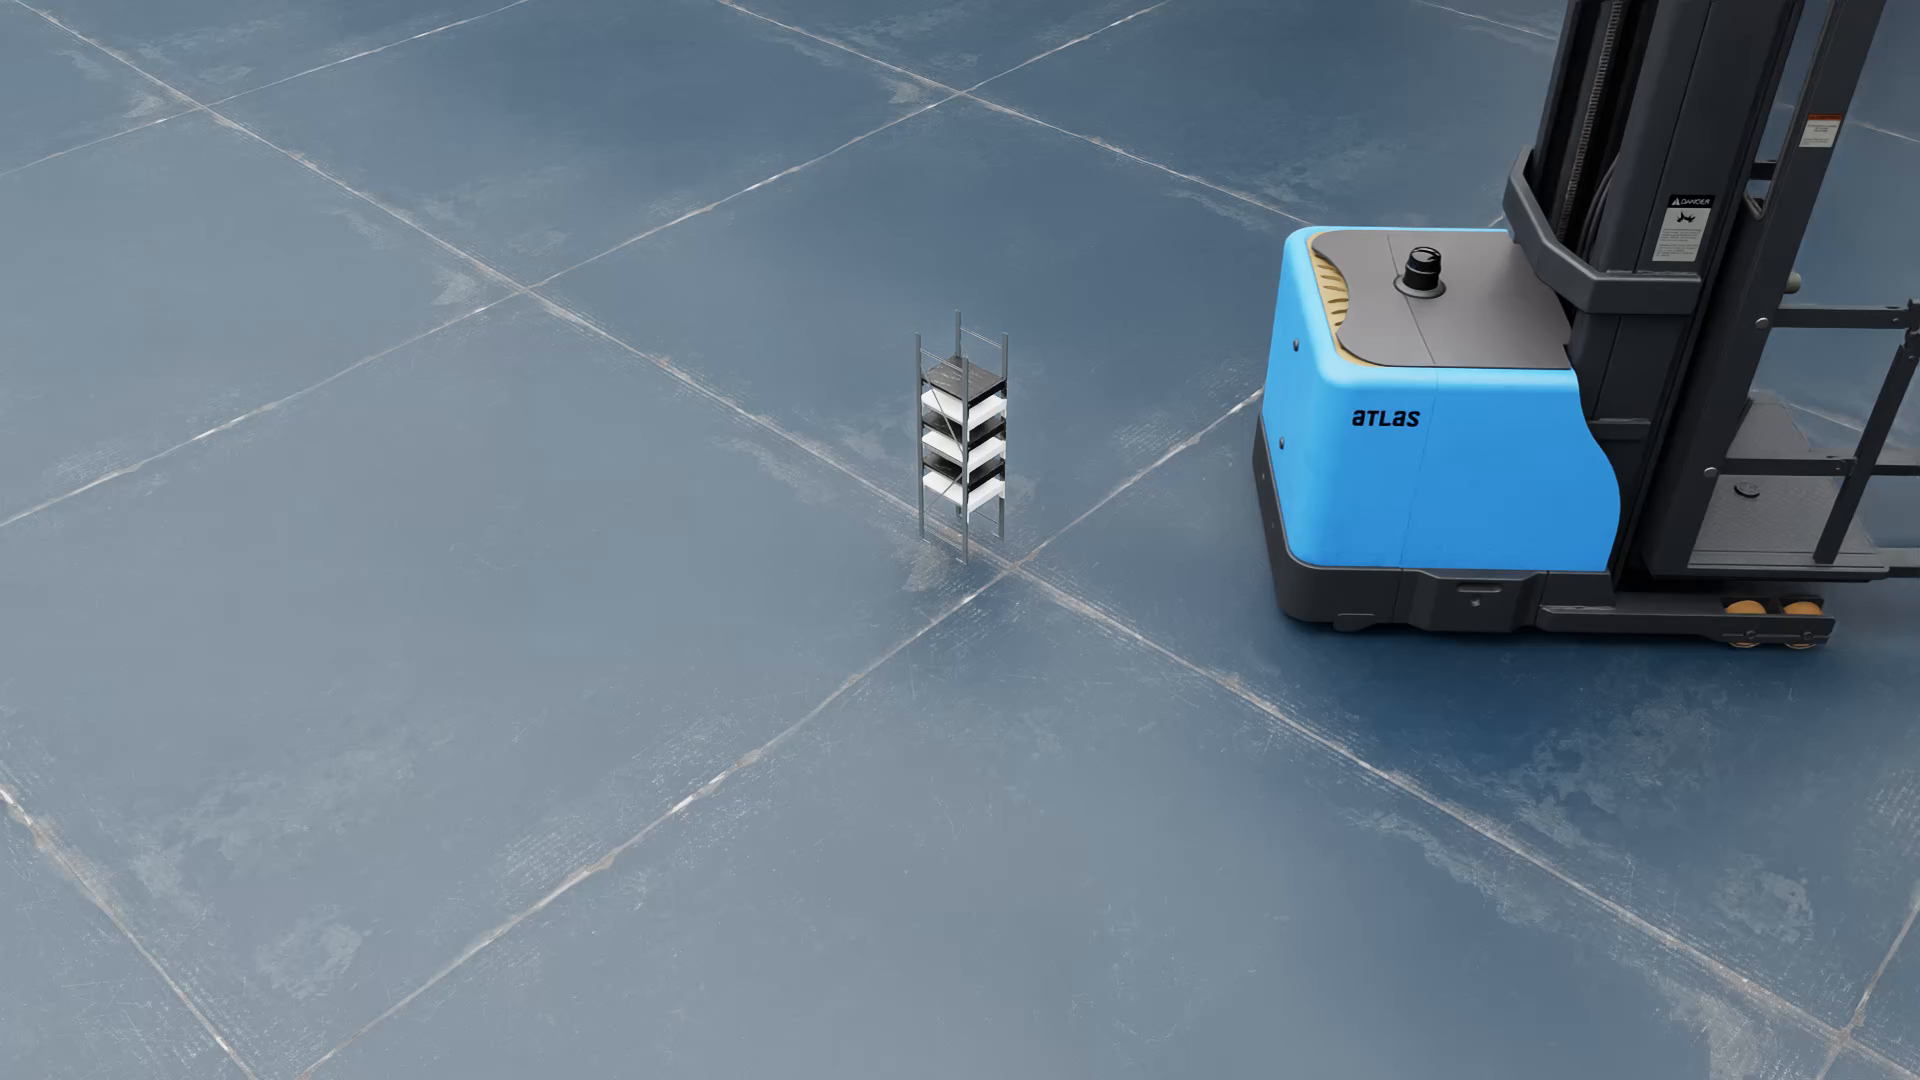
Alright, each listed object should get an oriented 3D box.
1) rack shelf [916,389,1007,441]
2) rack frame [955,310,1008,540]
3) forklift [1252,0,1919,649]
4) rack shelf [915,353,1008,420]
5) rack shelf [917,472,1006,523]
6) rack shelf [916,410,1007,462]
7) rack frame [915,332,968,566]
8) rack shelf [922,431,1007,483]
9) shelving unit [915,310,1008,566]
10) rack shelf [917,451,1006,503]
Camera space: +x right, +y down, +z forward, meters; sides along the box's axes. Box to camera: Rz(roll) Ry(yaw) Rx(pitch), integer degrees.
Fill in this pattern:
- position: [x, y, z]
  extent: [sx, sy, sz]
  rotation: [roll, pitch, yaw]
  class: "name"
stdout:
- position: [0.005, -0.471, 5.883]
  extent: [0.258, 0.077, 0.200]
  rotation: [30, 47, 32]
  class: "rack shelf"
- position: [0.074, -0.403, 6.033]
  extent: [0.240, 0.900, 0.006]
  rotation: [30, 47, 32]
  class: "rack frame"
- position: [2.646, -1.107, 5.288]
  extent: [3.031, 2.935, 1.130]
  rotation: [1, 39, 1]
  class: "forklift"
- position: [0.005, -0.541, 5.827]
  extent: [0.258, 0.077, 0.200]
  rotation: [30, 47, 32]
  class: "rack shelf"
- position: [0.005, -0.189, 6.107]
  extent: [0.258, 0.077, 0.200]
  rotation: [30, 47, 32]
  class: "rack shelf"
- position: [0.005, -0.400, 5.939]
  extent: [0.258, 0.077, 0.200]
  rotation: [30, 47, 32]
  class: "rack shelf"
- position: [-0.063, -0.309, 5.916]
  extent: [0.240, 0.900, 0.006]
  rotation: [30, 47, 32]
  class: "rack frame"
- position: [0.005, -0.330, 5.995]
  extent: [0.258, 0.077, 0.200]
  rotation: [30, 47, 32]
  class: "rack shelf"
- position: [0.005, -0.356, 5.975]
  extent: [0.258, 0.900, 0.210]
  rotation: [30, 47, 32]
  class: "shelving unit"
- position: [0.005, -0.259, 6.051]
  extent: [0.258, 0.077, 0.200]
  rotation: [30, 47, 32]
  class: "rack shelf"
